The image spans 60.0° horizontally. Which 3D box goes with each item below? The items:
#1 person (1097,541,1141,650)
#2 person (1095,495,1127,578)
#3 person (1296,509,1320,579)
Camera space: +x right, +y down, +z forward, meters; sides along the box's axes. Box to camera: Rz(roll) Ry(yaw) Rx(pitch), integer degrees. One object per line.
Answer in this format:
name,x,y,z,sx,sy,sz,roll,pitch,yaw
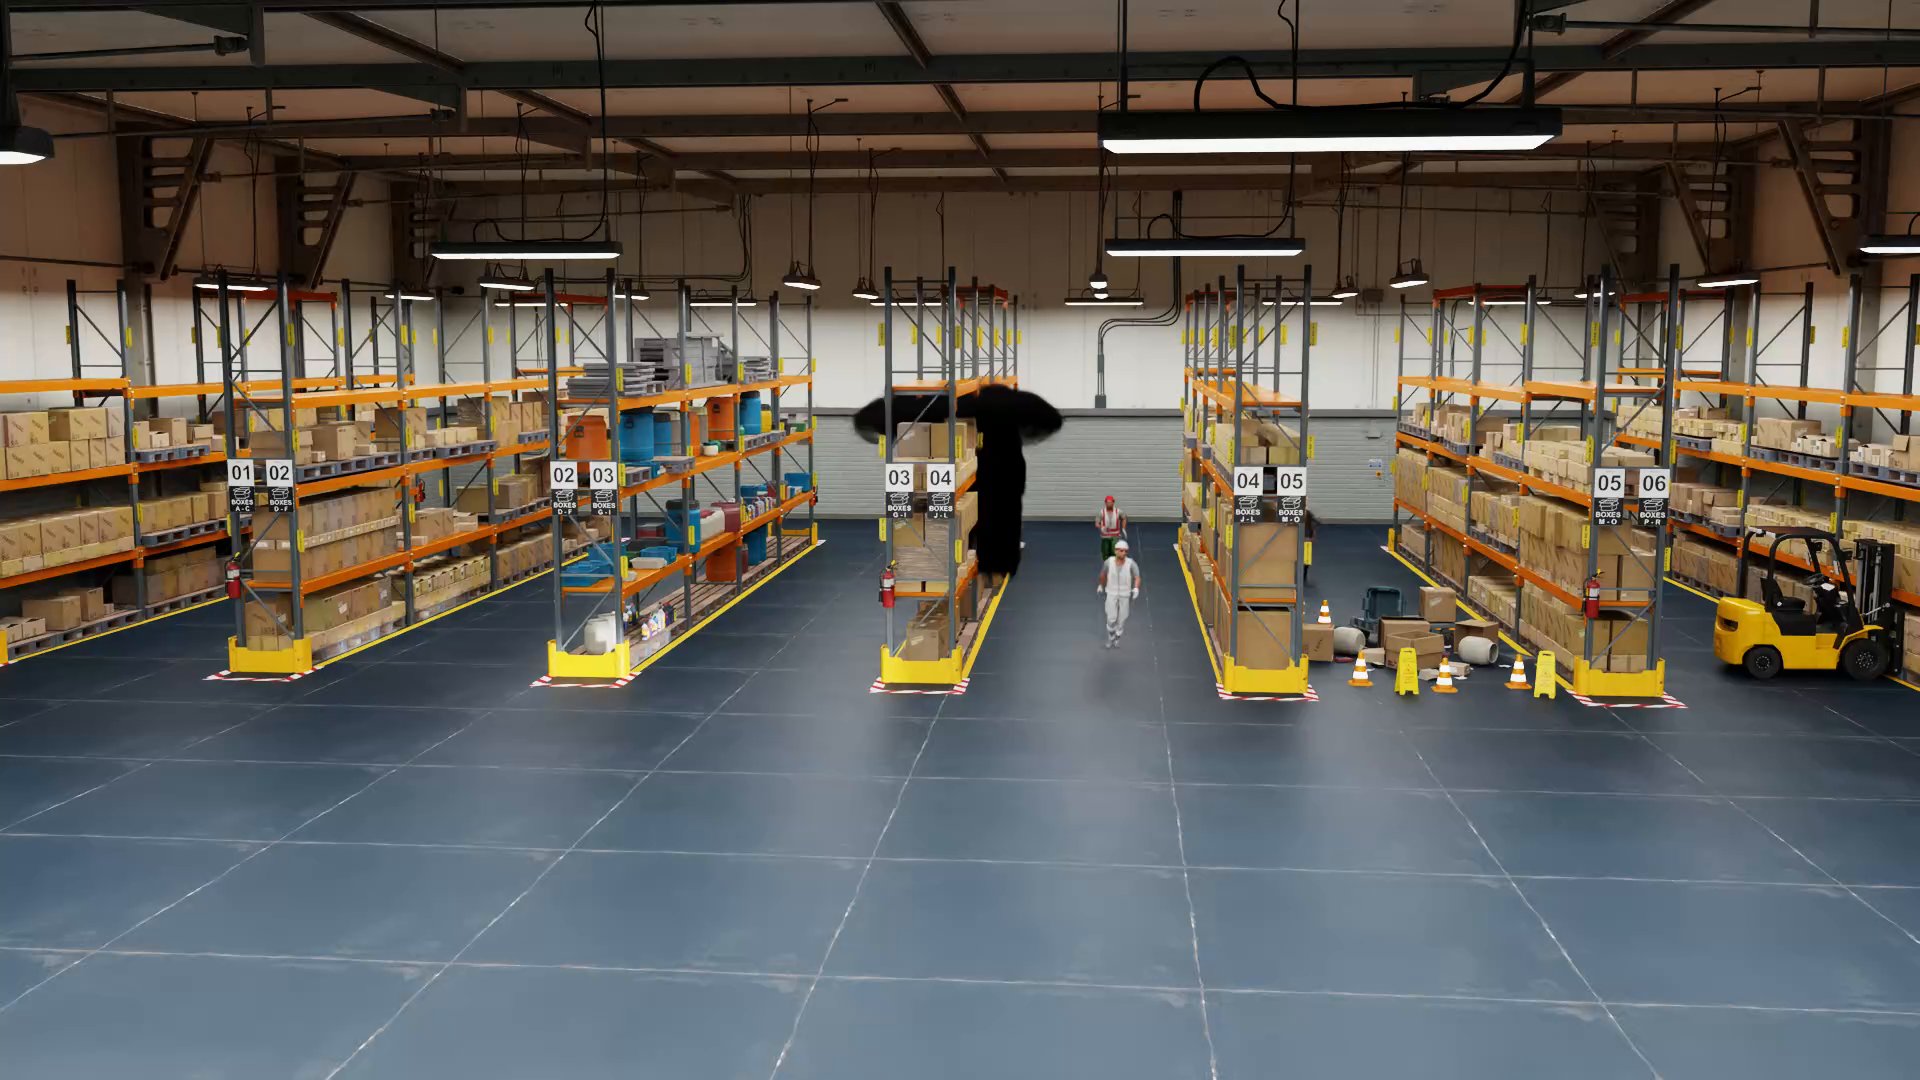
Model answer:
person,2.457,0.863,25.574,0.628,1.734,0.821,0,7,-1
person,3.107,-0.042,34.262,0.650,1.766,0.773,1,7,6
person,7.130,-0.015,34.561,0.710,1.675,0.559,-1,7,-8
